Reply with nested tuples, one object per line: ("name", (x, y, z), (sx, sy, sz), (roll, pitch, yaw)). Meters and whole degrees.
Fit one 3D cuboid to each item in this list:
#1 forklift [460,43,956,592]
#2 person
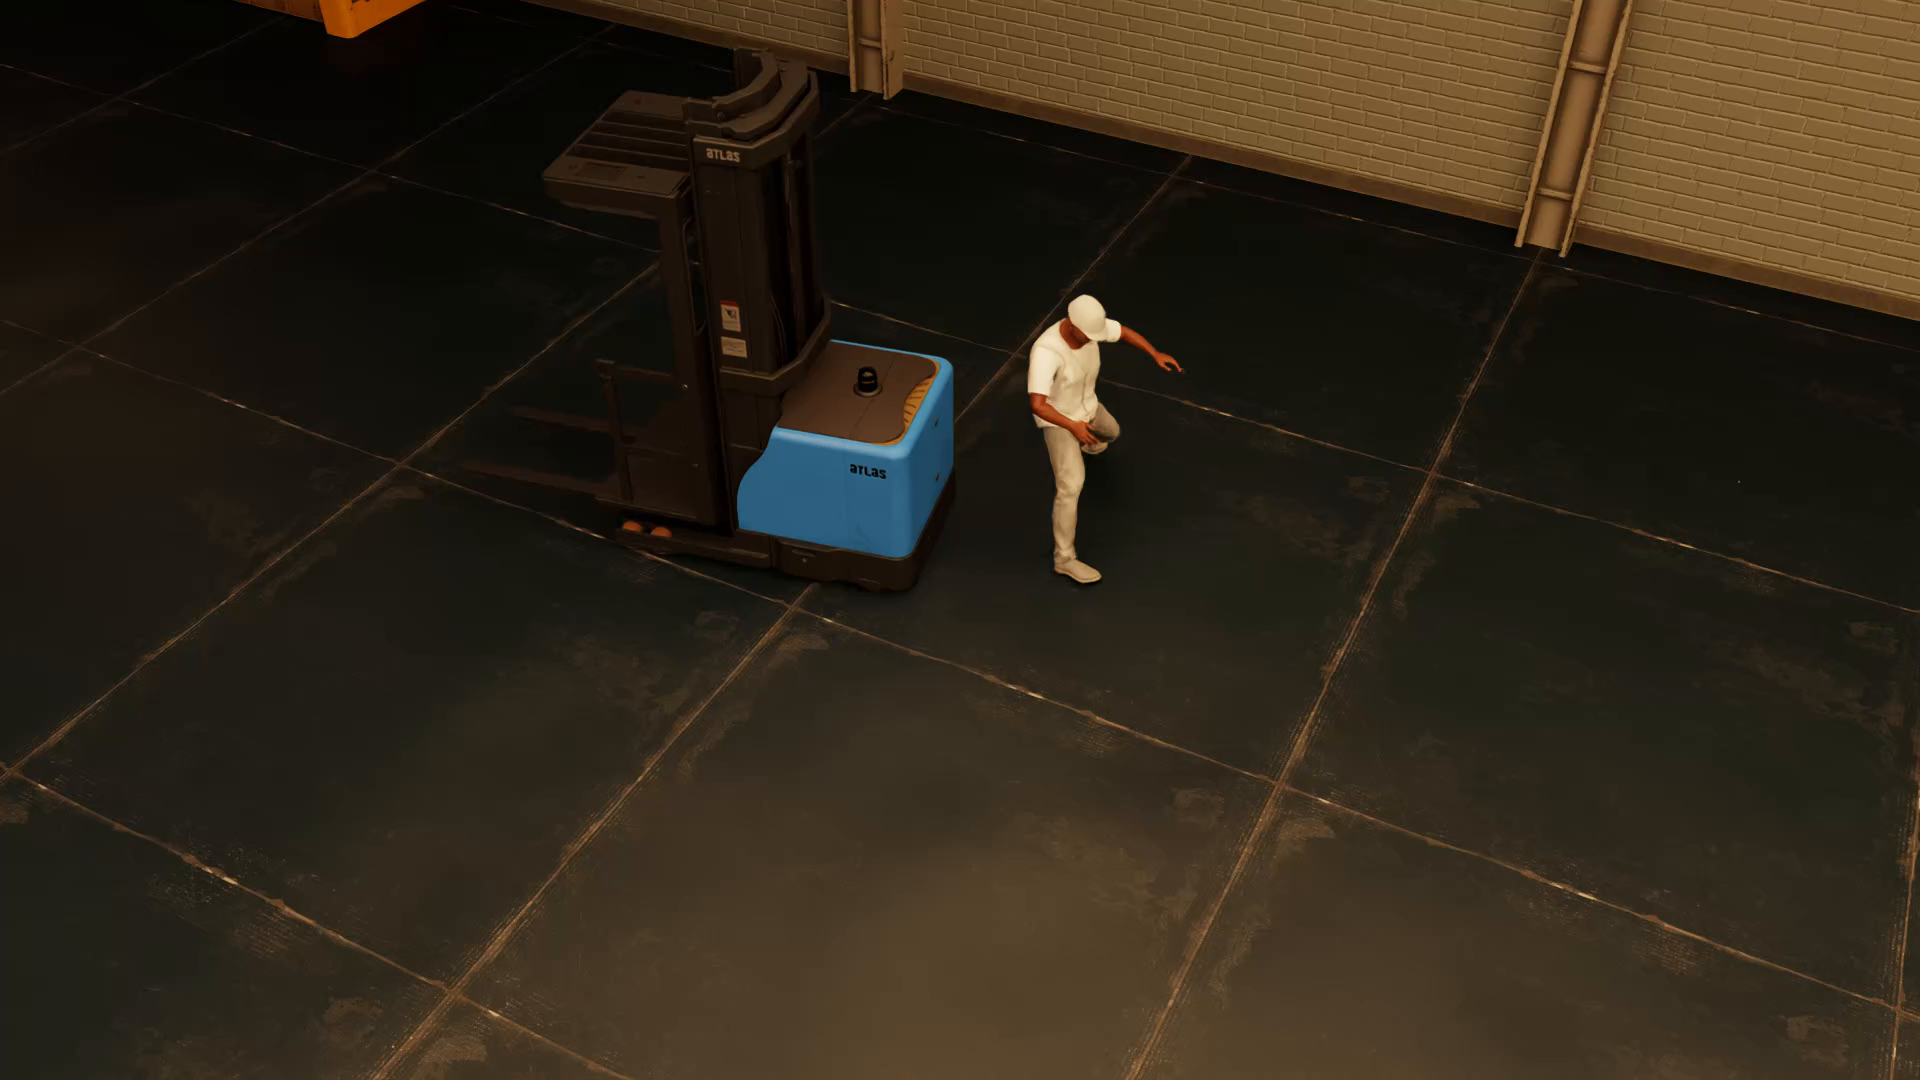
("forklift", (-1.602, -1.349, 9.588), (3.031, 2.935, 1.130), (11, 41, 12))
("person", (0.802, -0.782, 9.986), (0.956, 1.554, 1.236), (28, 47, 29))
